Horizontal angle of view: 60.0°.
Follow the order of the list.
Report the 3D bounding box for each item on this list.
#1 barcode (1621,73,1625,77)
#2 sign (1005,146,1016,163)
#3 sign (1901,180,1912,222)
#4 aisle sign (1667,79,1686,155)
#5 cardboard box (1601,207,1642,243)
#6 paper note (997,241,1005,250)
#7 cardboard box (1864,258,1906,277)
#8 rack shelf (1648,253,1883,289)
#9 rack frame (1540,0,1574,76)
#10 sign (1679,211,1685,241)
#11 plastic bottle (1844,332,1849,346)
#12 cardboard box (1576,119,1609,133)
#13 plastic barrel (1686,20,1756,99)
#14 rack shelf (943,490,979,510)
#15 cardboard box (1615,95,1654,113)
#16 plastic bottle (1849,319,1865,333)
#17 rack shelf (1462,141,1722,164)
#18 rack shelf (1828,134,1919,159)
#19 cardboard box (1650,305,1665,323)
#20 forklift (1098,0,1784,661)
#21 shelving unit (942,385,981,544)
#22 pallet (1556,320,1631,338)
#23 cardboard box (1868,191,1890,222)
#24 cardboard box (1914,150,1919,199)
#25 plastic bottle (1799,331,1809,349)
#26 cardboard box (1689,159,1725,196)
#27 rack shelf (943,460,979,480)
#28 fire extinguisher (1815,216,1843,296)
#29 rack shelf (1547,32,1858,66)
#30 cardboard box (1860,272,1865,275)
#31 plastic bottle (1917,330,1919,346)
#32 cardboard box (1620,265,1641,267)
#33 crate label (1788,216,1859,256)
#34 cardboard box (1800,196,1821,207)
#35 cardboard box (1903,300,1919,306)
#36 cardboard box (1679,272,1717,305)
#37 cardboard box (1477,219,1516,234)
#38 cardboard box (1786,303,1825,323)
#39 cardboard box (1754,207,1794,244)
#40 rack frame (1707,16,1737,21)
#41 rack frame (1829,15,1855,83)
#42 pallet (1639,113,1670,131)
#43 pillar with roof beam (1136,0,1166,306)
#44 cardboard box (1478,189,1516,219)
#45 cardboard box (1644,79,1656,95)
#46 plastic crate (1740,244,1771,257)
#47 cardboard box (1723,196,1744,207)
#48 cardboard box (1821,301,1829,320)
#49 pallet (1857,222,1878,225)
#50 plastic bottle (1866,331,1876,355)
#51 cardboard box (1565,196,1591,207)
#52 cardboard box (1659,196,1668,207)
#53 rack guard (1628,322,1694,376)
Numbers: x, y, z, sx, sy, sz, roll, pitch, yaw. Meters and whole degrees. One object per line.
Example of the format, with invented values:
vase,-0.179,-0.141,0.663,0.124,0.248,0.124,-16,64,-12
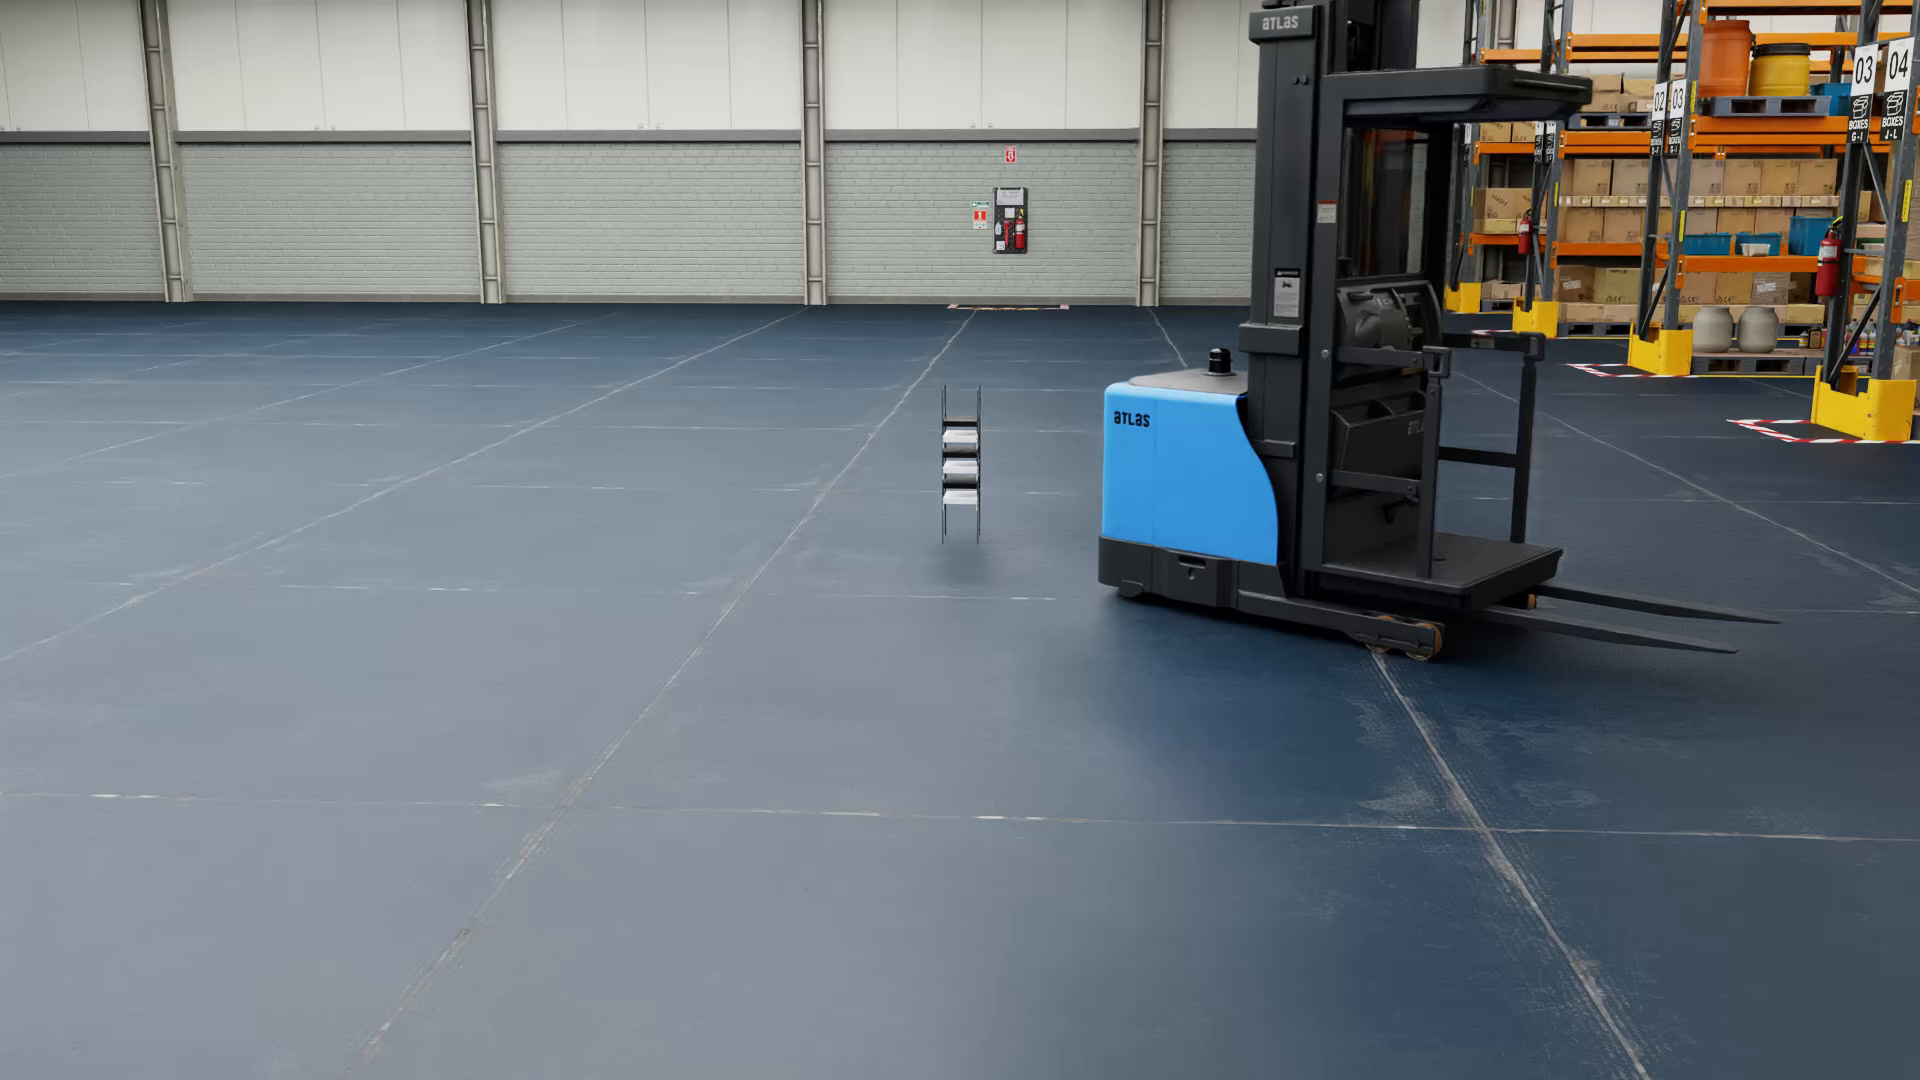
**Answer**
barcode,11.232,-7.886,28.178,0.075,0.075,0.001,1,12,4
sign,0.904,-6.882,29.681,0.199,0.298,0.001,1,12,4
sign,7.570,-2.713,13.299,0.005,0.325,0.100,1,12,4
aisle sign,7.846,-4.626,18.207,0.004,0.787,0.394,1,12,4
cardboard box,9.261,-4.458,23.509,0.500,0.500,0.700,1,12,5
paper note,0.734,-5.312,29.990,0.142,0.148,0.016,1,12,4
cardboard box,7.904,-2.316,14.126,0.250,0.149,0.380,1,12,4
rack shelf,9.933,-3.033,18.698,4.000,0.370,1.077,1,12,4
rack frame,8.272,-7.361,22.978,0.127,3.000,1.000,1,12,4
sign,7.896,-3.435,18.189,0.005,0.325,0.100,1,12,4
plastic bottle,10.197,-2.286,19.129,0.097,0.201,0.097,0,12,0
cardboard box,10.504,-6.884,27.730,0.500,0.500,0.500,2,12,7
plastic barrel,8.431,-5.316,18.453,0.708,0.830,0.600,1,12,4
rack shelf,0.008,-0.232,9.719,0.200,0.077,0.258,1,12,4
cardboard box,9.439,-6.131,23.425,0.500,0.250,0.500,1,12,4
plastic bottle,10.353,-2.383,19.230,0.185,0.351,0.144,1,12,6
rack shelf,10.595,-6.525,28.066,4.000,0.370,1.077,1,12,4
rack shelf,14.259,-5.458,22.966,4.000,0.370,1.077,1,12,4
cardboard box,9.790,-3.218,23.516,0.500,0.250,0.500,1,12,4
forklift,2.139,-1.030,7.532,3.031,2.935,1.130,10,16,40
shelving unit,0.008,-0.440,9.675,0.210,0.900,0.258,1,12,4
pallet,9.038,-3.057,23.868,1.213,0.211,1.003,1,12,4
cardboard box,15.552,-5.598,27.883,0.500,0.500,0.700,0,12,-2
cardboard box,8.137,-3.021,13.472,0.500,0.500,0.500,1,12,4
plastic bottle,9.799,-2.322,19.304,0.097,0.201,0.097,0,12,0
cardboard box,10.318,-5.079,23.309,0.500,0.500,0.700,1,12,4
rack shelf,0.008,-0.408,9.682,0.200,0.077,0.258,1,12,4
fire extinguisher,7.523,-2.458,14.383,0.183,0.674,0.296,1,12,4
rack shelf,10.268,-6.785,22.962,4.000,0.370,1.077,1,12,4
cardboard box,15.353,-4.349,28.261,0.500,0.500,0.700,1,12,4
plastic bottle,10.753,-2.233,18.514,0.185,0.351,0.144,1,12,3
cardboard box,9.826,-3.694,23.958,0.500,0.500,0.500,1,12,4
crate label,9.792,-3.460,18.895,0.616,0.435,0.502,1,12,4
cardboard box,11.731,-4.700,23.080,0.250,0.149,0.380,1,12,3
cardboard box,13.158,-3.439,23.203,0.500,0.311,0.500,1,12,3
cardboard box,10.289,-3.577,23.401,0.500,0.500,0.500,1,12,4
cardboard box,9.065,-5.301,28.101,0.500,0.250,0.500,0,12,2
cardboard box,11.786,-3.191,23.386,0.500,0.250,0.500,1,12,4
cardboard box,11.293,-4.429,23.371,0.500,0.500,0.700,1,12,3
rack frame,12.590,-8.318,27.554,0.127,3.000,1.000,1,12,4
rack frame,12.263,-7.306,22.716,0.127,3.000,1.000,1,12,4
pallet,10.196,-5.818,23.145,1.213,0.211,1.003,1,12,4
pillar with roof beam,3.081,-7.742,24.803,0.400,9.000,9.100,1,12,4
cardboard box,9.056,-5.672,28.042,0.500,0.500,0.500,1,12,4
cardboard box,11.522,-7.355,27.540,0.500,0.500,0.500,1,12,7
plastic crate,8.809,-3.205,18.409,0.250,0.136,0.298,1,12,4
cardboard box,10.711,-4.714,23.147,0.250,0.149,0.380,1,12,5
cardboard box,12.696,-3.283,23.825,0.500,0.250,0.500,1,12,3
pallet,14.604,-5.252,28.016,1.213,0.211,1.003,1,12,4
plastic bottle,10.167,-2.198,18.537,0.097,0.271,0.097,0,12,0
cardboard box,8.649,-4.741,23.279,0.250,0.149,0.380,1,12,3
cardboard box,9.679,-4.727,23.213,0.250,0.149,0.380,0,12,2
rack guard,8.016,-2.197,19.052,0.348,0.500,1.175,1,12,4
